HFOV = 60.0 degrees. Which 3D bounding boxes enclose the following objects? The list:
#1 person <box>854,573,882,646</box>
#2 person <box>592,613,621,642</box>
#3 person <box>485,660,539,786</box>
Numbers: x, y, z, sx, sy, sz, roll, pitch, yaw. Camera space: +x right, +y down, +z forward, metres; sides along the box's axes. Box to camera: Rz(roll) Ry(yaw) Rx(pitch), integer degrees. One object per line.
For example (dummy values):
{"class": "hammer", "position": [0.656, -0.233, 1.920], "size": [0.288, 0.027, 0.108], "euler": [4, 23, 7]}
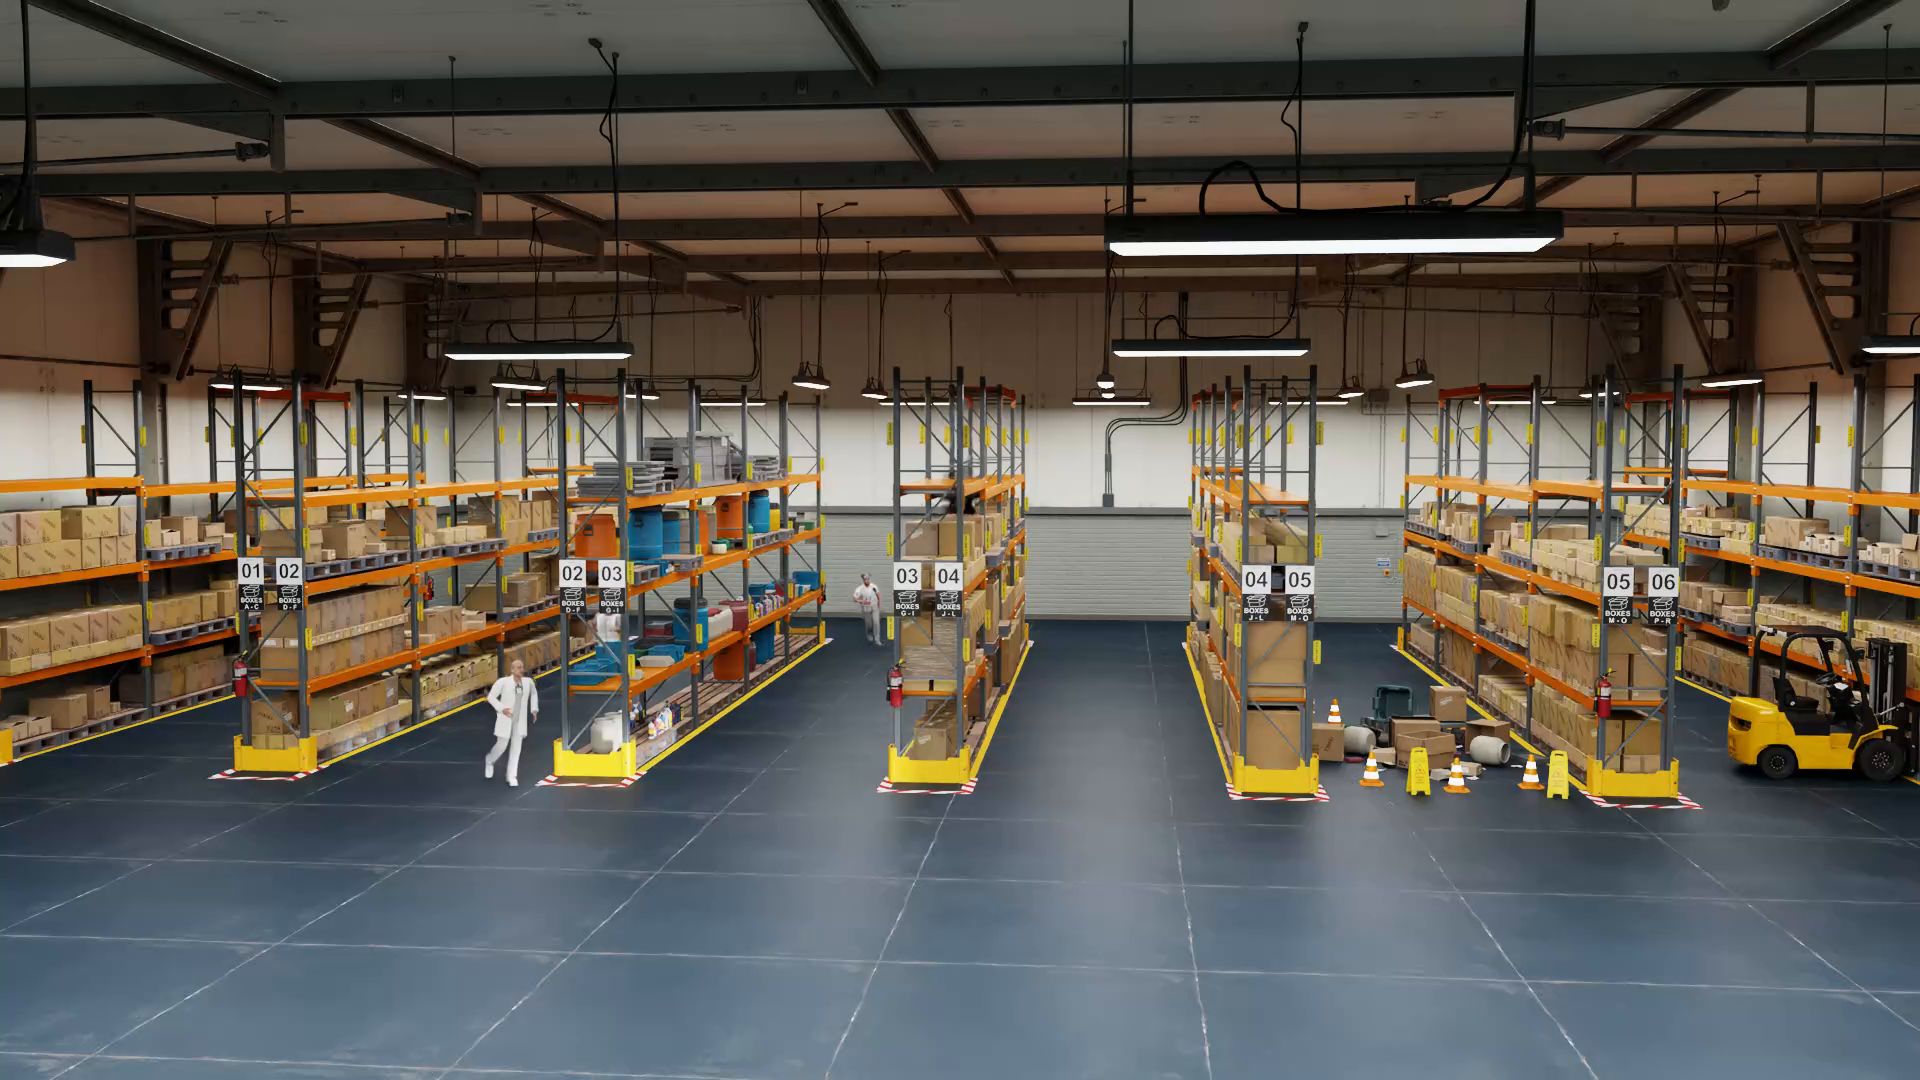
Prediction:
{"class": "person", "position": [-2.229, 1.665, 40.018], "size": [0.667, 1.745, 0.839], "euler": [-1, 4, -19]}
{"class": "person", "position": [-7.029, 2.062, 33.094], "size": [0.659, 1.805, 0.685], "euler": [0, 4, -4]}
{"class": "person", "position": [-6.472, 2.622, 24.174], "size": [0.777, 1.760, 0.906], "euler": [-2, 4, -35]}
